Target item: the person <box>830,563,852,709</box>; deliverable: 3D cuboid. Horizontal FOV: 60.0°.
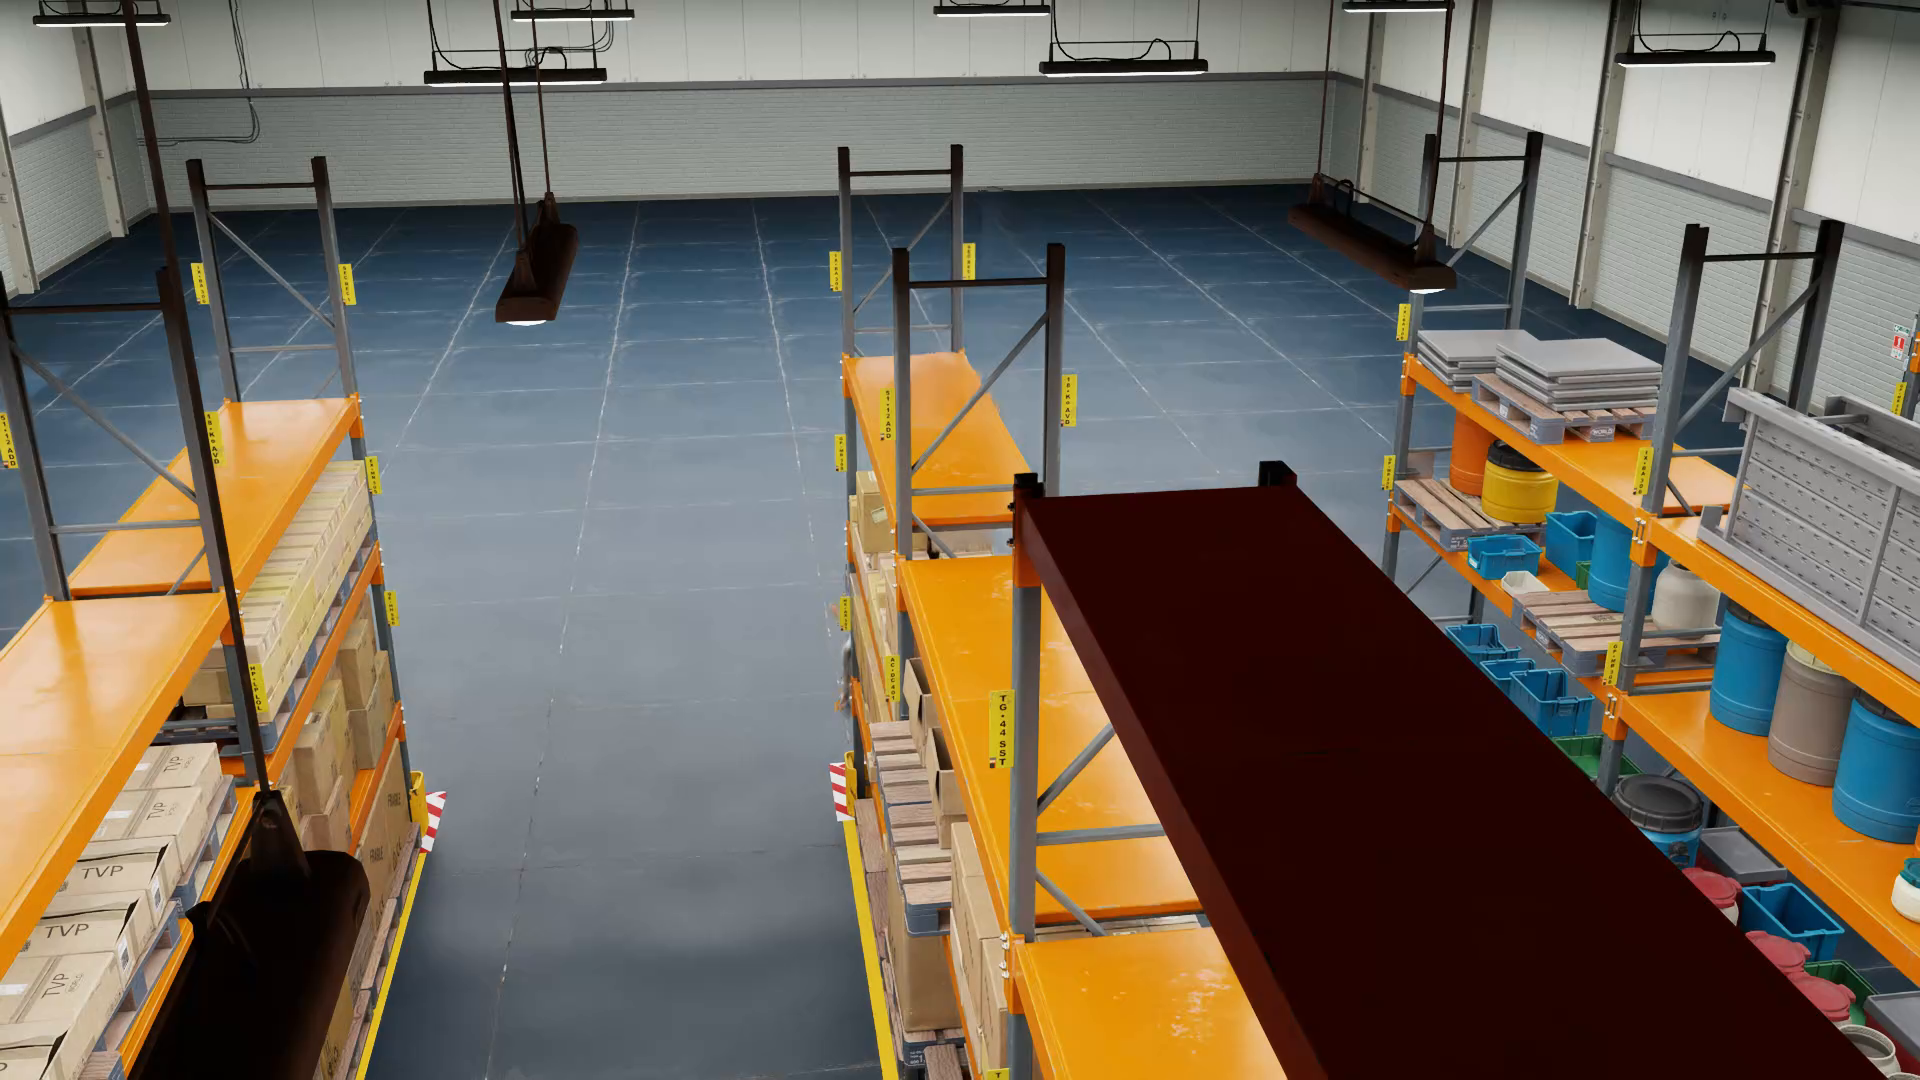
[{"bbox_3d":[-0.913,1.009,16.678,0.844,1.698,0.599,11,24,25],"label":"person"}]
